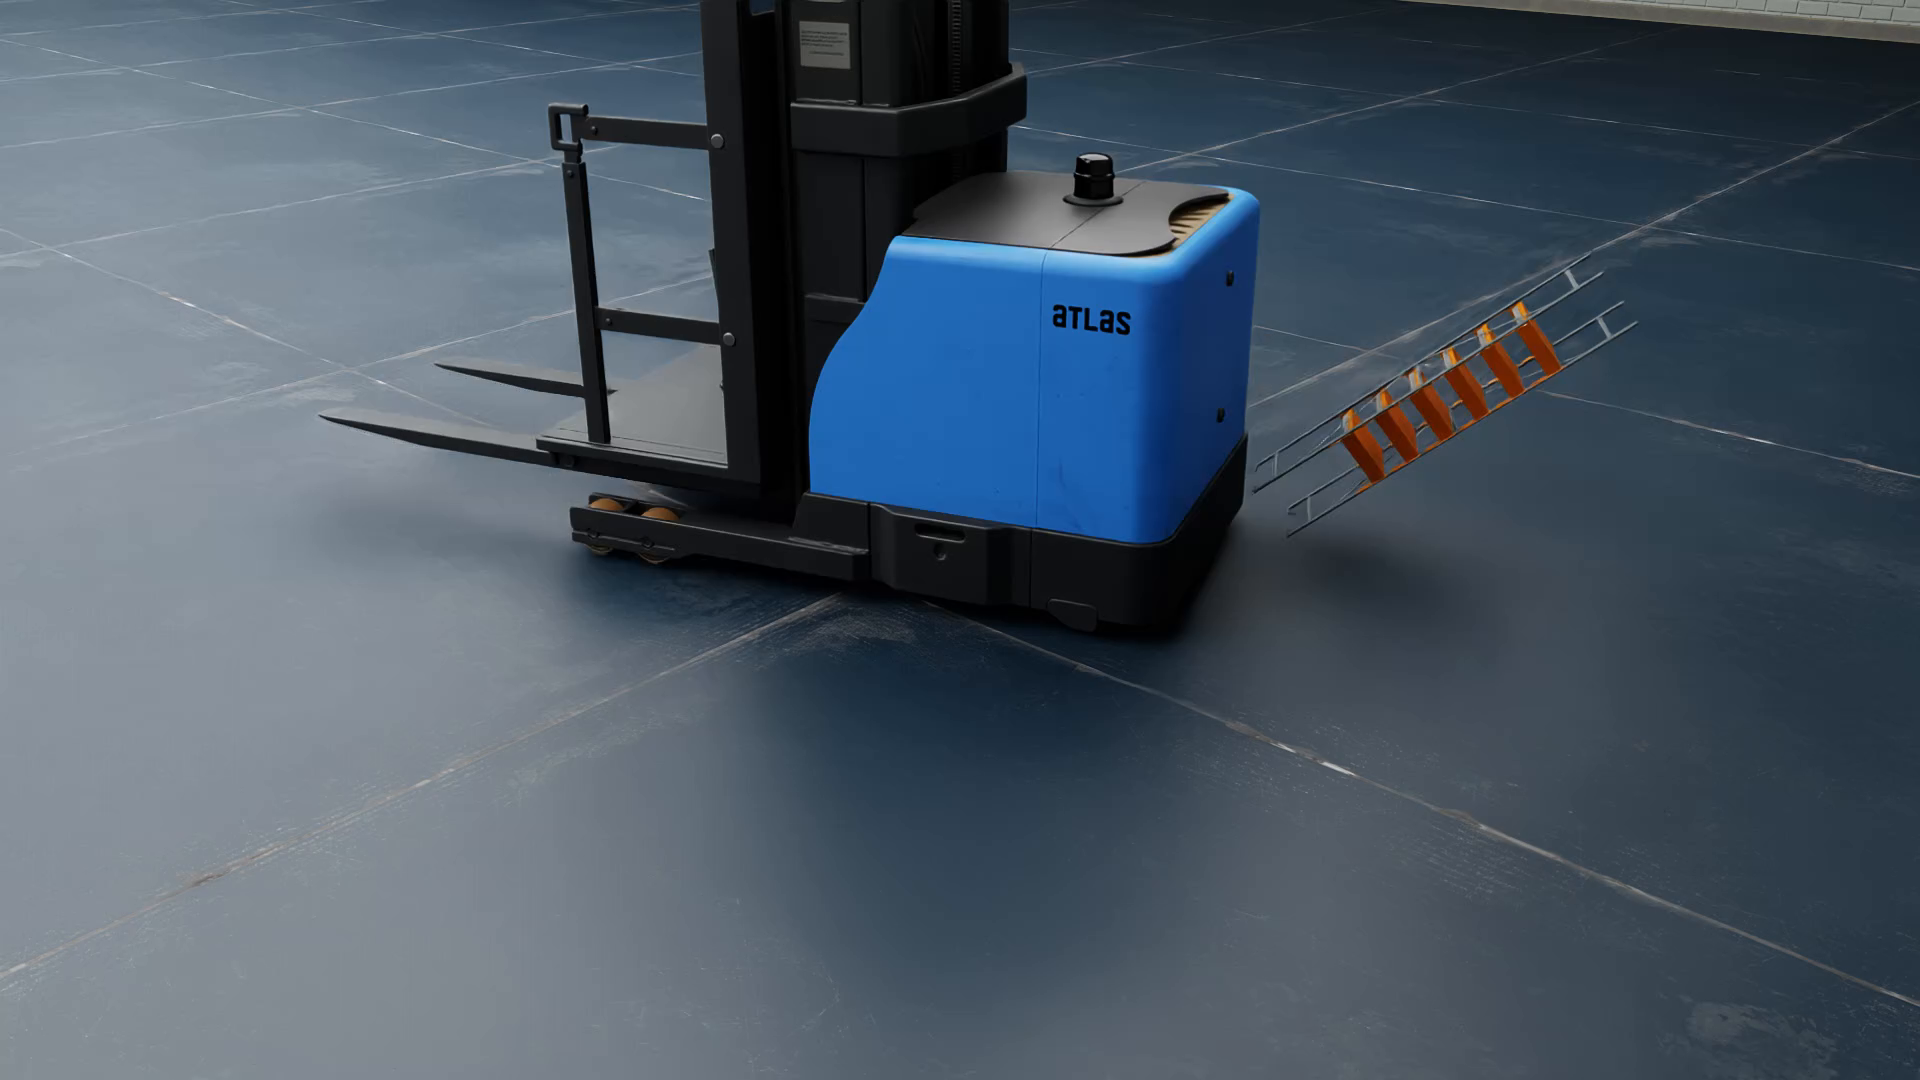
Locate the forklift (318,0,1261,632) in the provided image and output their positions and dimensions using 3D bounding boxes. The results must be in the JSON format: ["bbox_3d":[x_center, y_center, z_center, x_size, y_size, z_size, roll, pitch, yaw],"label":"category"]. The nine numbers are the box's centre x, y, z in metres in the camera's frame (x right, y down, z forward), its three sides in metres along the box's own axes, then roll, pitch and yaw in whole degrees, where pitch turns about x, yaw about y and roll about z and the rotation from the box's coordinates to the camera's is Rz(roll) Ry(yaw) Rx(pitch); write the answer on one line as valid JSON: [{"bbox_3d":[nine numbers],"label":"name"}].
[{"bbox_3d":[-0.659,-1.455,4.913,3.031,2.935,1.130,9,26,20],"label":"forklift"}]

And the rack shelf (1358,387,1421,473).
[{"bbox_3d":[1.335,-0.350,5.179,0.103,0.180,0.258,-34,13,23],"label":"rack shelf"}]

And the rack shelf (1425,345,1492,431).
[{"bbox_3d":[1.519,-0.473,5.086,0.103,0.180,0.258,-34,13,23],"label":"rack shelf"}]

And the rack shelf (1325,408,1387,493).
[{"bbox_3d":[1.243,-0.288,5.225,0.103,0.180,0.258,-34,13,23],"label":"rack shelf"}]

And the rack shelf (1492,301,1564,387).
[{"bbox_3d":[1.703,-0.596,4.993,0.103,0.180,0.258,-34,13,23],"label":"rack shelf"}]

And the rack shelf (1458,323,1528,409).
[{"bbox_3d":[1.611,-0.534,5.040,0.103,0.180,0.258,-34,13,23],"label":"rack shelf"}]

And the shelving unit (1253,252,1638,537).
[{"bbox_3d":[1.461,-0.434,5.115,1.200,0.189,0.258,-34,13,23],"label":"shelving unit"}]

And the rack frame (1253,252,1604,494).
[{"bbox_3d":[1.405,-0.504,5.095,1.200,0.006,0.240,-34,13,23],"label":"rack frame"}]

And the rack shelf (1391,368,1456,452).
[{"bbox_3d":[1.427,-0.411,5.132,0.103,0.180,0.258,-34,13,23],"label":"rack shelf"}]

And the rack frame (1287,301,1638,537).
[{"bbox_3d":[1.517,-0.365,5.135,1.200,0.006,0.240,-34,13,23],"label":"rack frame"}]
